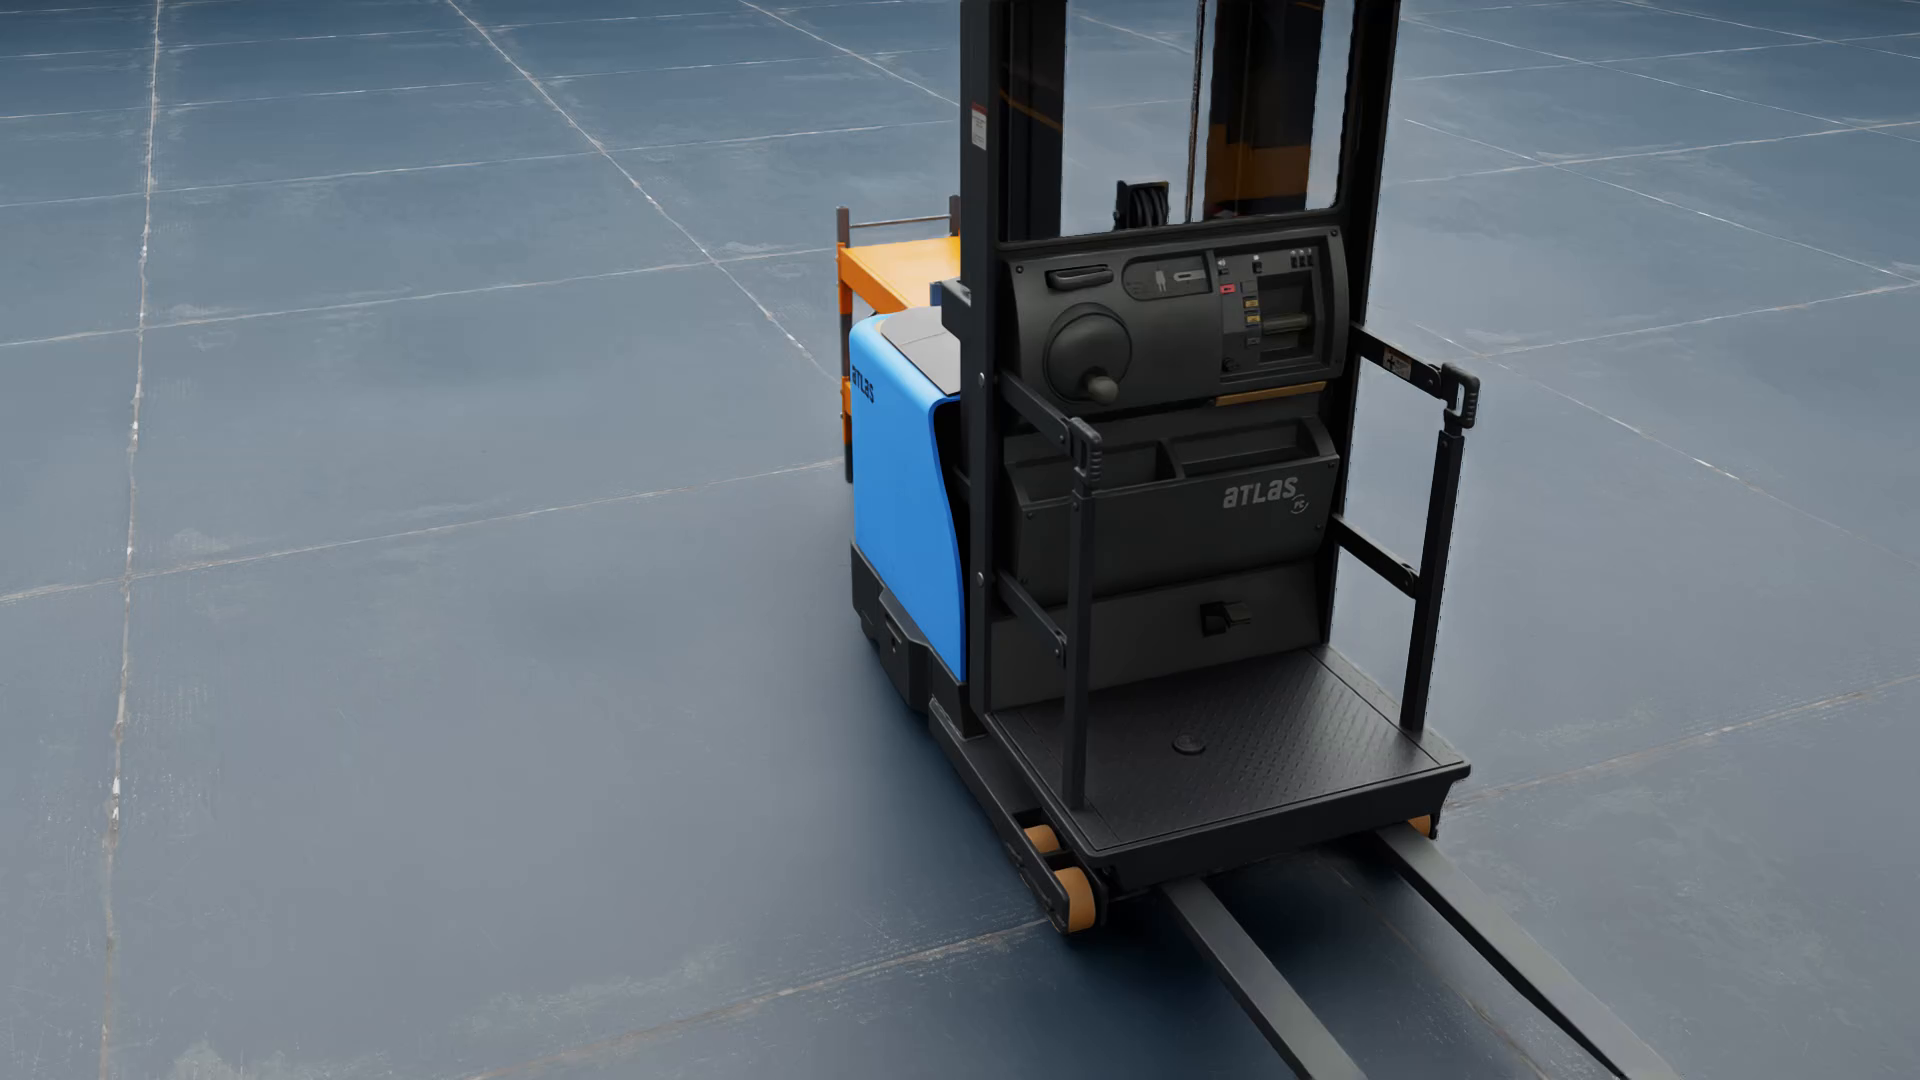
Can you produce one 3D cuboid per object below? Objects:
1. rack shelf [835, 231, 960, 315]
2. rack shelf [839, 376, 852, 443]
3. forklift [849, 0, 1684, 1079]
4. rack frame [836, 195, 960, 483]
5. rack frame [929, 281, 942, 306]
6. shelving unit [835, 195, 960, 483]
[{"bbox_3d":[-0.045,-0.837,6.014,0.538,0.278,1.000,-10,28,-19],"label":"rack shelf"},{"bbox_3d":[-0.045,-0.354,6.250,0.538,0.278,1.000,-10,28,-19],"label":"rack shelf"},{"bbox_3d":[0.641,-0.530,3.994,1.130,2.935,3.031,-10,28,-19],"label":"forklift"},{"bbox_3d":[-0.229,-0.782,6.569,0.500,1.125,0.032,-10,28,-19],"label":"rack frame"},{"bbox_3d":[0.139,-0.366,5.717,0.500,1.125,0.032,-10,28,-19],"label":"rack frame"},{"bbox_3d":[-0.045,-0.574,6.143,0.538,1.125,1.048,-10,28,-19],"label":"shelving unit"}]
